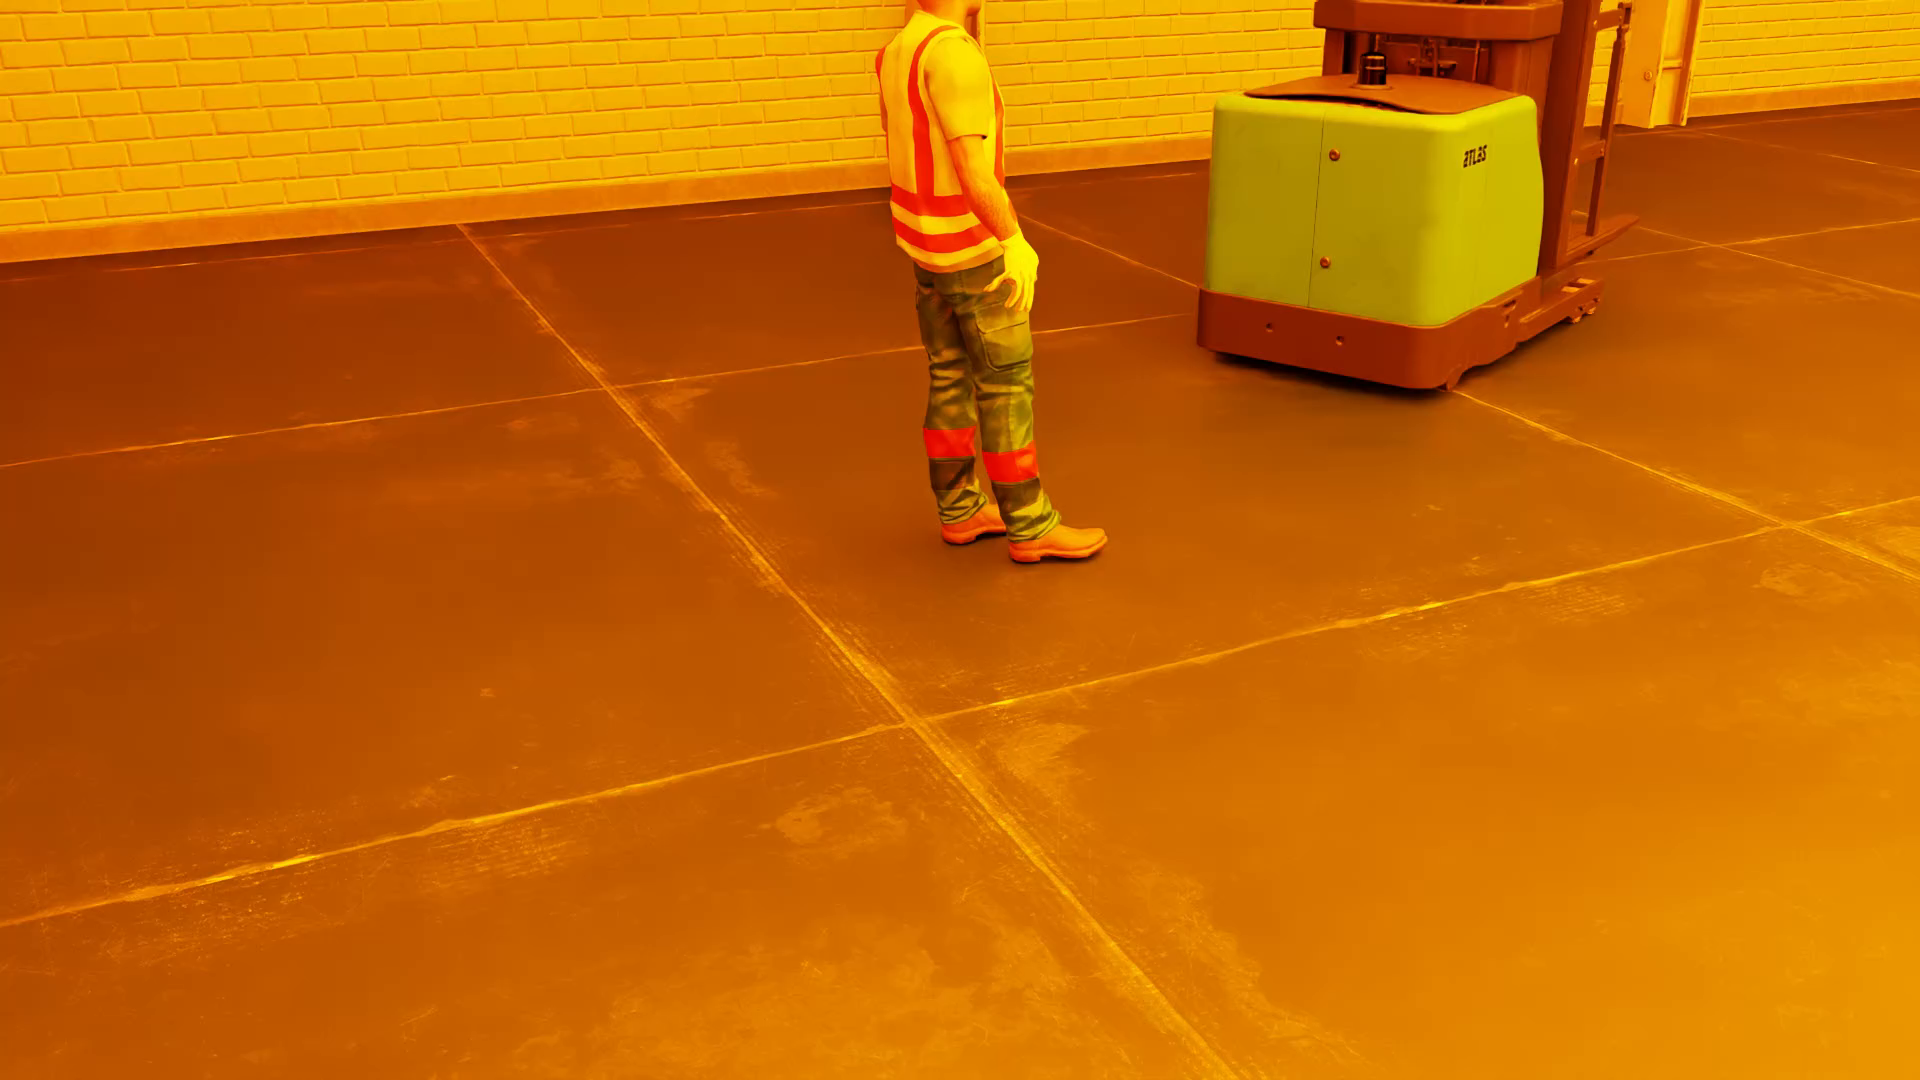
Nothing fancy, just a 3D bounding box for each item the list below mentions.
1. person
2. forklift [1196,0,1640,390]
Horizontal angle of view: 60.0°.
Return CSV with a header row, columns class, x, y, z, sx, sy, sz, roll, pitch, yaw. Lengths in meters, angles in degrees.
class,x,y,z,sx,sy,sz,roll,pitch,yaw
person,0.077,-0.842,4.782,0.564,1.787,0.638,-10,25,-23
forklift,2.280,-2.423,7.119,1.130,2.935,3.031,17,28,35
